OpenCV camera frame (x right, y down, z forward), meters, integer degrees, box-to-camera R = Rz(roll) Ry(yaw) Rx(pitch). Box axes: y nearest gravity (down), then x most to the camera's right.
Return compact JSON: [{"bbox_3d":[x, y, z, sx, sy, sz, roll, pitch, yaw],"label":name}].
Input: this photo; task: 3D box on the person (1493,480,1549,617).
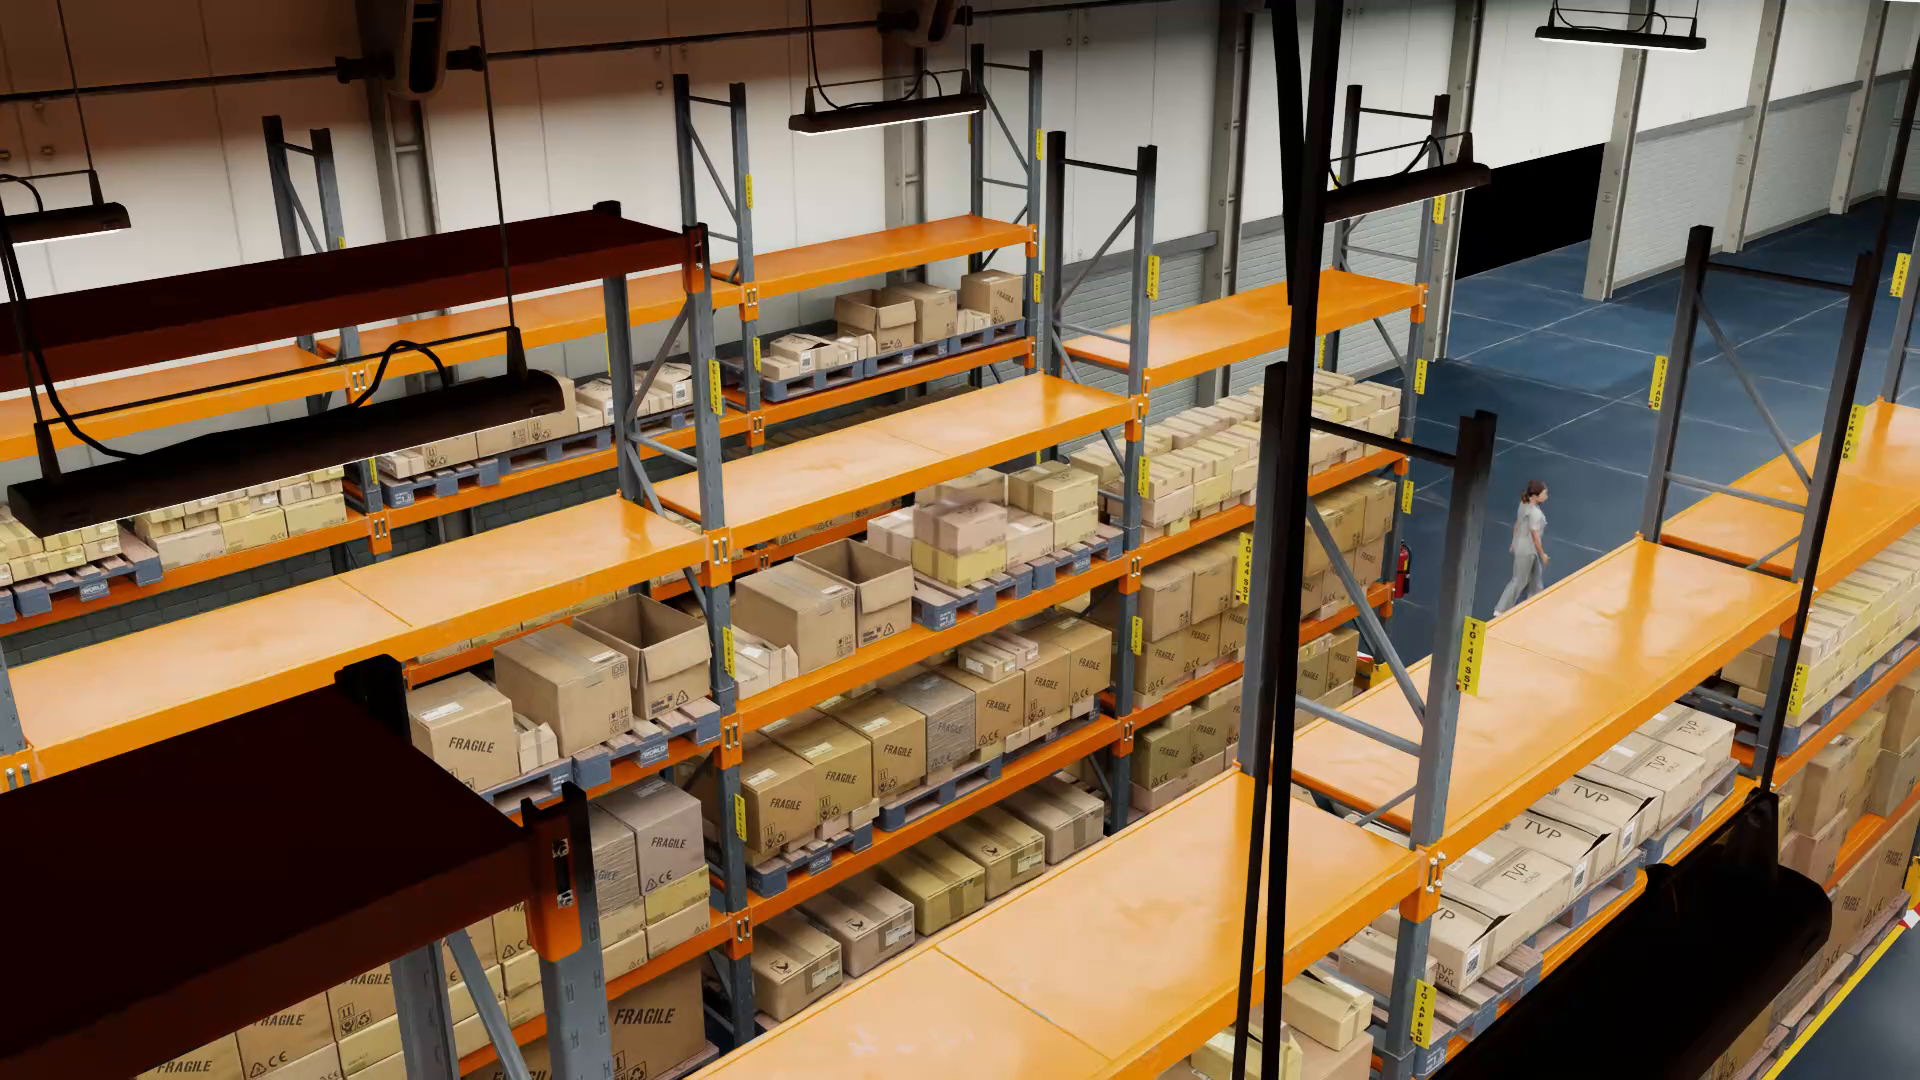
[{"bbox_3d":[6.367,0.103,18.425,0.719,1.669,0.554,3,23,7],"label":"person"}]
